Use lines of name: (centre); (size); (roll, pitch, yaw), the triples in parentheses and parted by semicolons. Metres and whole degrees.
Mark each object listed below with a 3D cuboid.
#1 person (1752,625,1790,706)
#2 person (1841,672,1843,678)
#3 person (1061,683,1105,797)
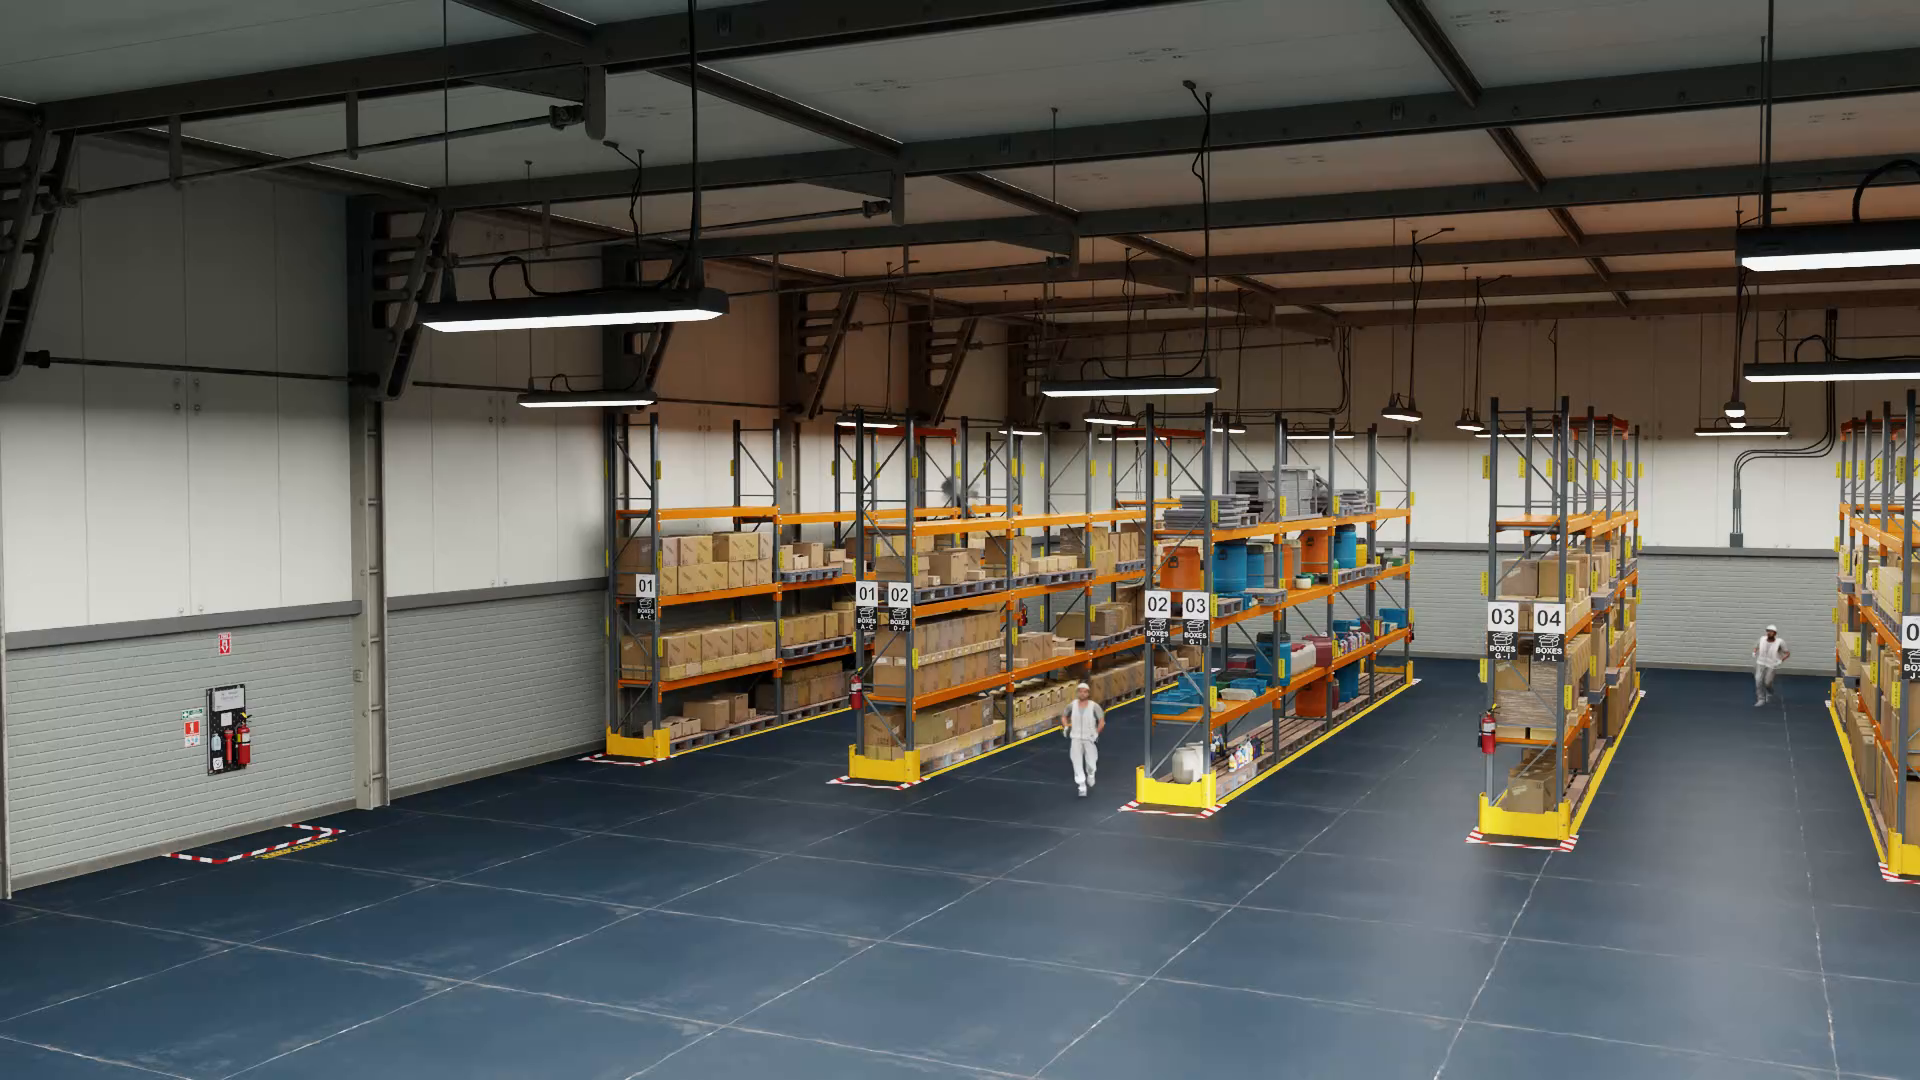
person: (17.103, 2.662, 35.170); (0.629, 1.723, 0.701); (-2, 3, -44)
person: (19.452, 2.657, 36.262); (0.906, 1.611, 0.609); (2, 3, 39)
person: (1.884, 3.066, 25.588); (0.691, 1.750, 0.621); (0, 2, 11)
